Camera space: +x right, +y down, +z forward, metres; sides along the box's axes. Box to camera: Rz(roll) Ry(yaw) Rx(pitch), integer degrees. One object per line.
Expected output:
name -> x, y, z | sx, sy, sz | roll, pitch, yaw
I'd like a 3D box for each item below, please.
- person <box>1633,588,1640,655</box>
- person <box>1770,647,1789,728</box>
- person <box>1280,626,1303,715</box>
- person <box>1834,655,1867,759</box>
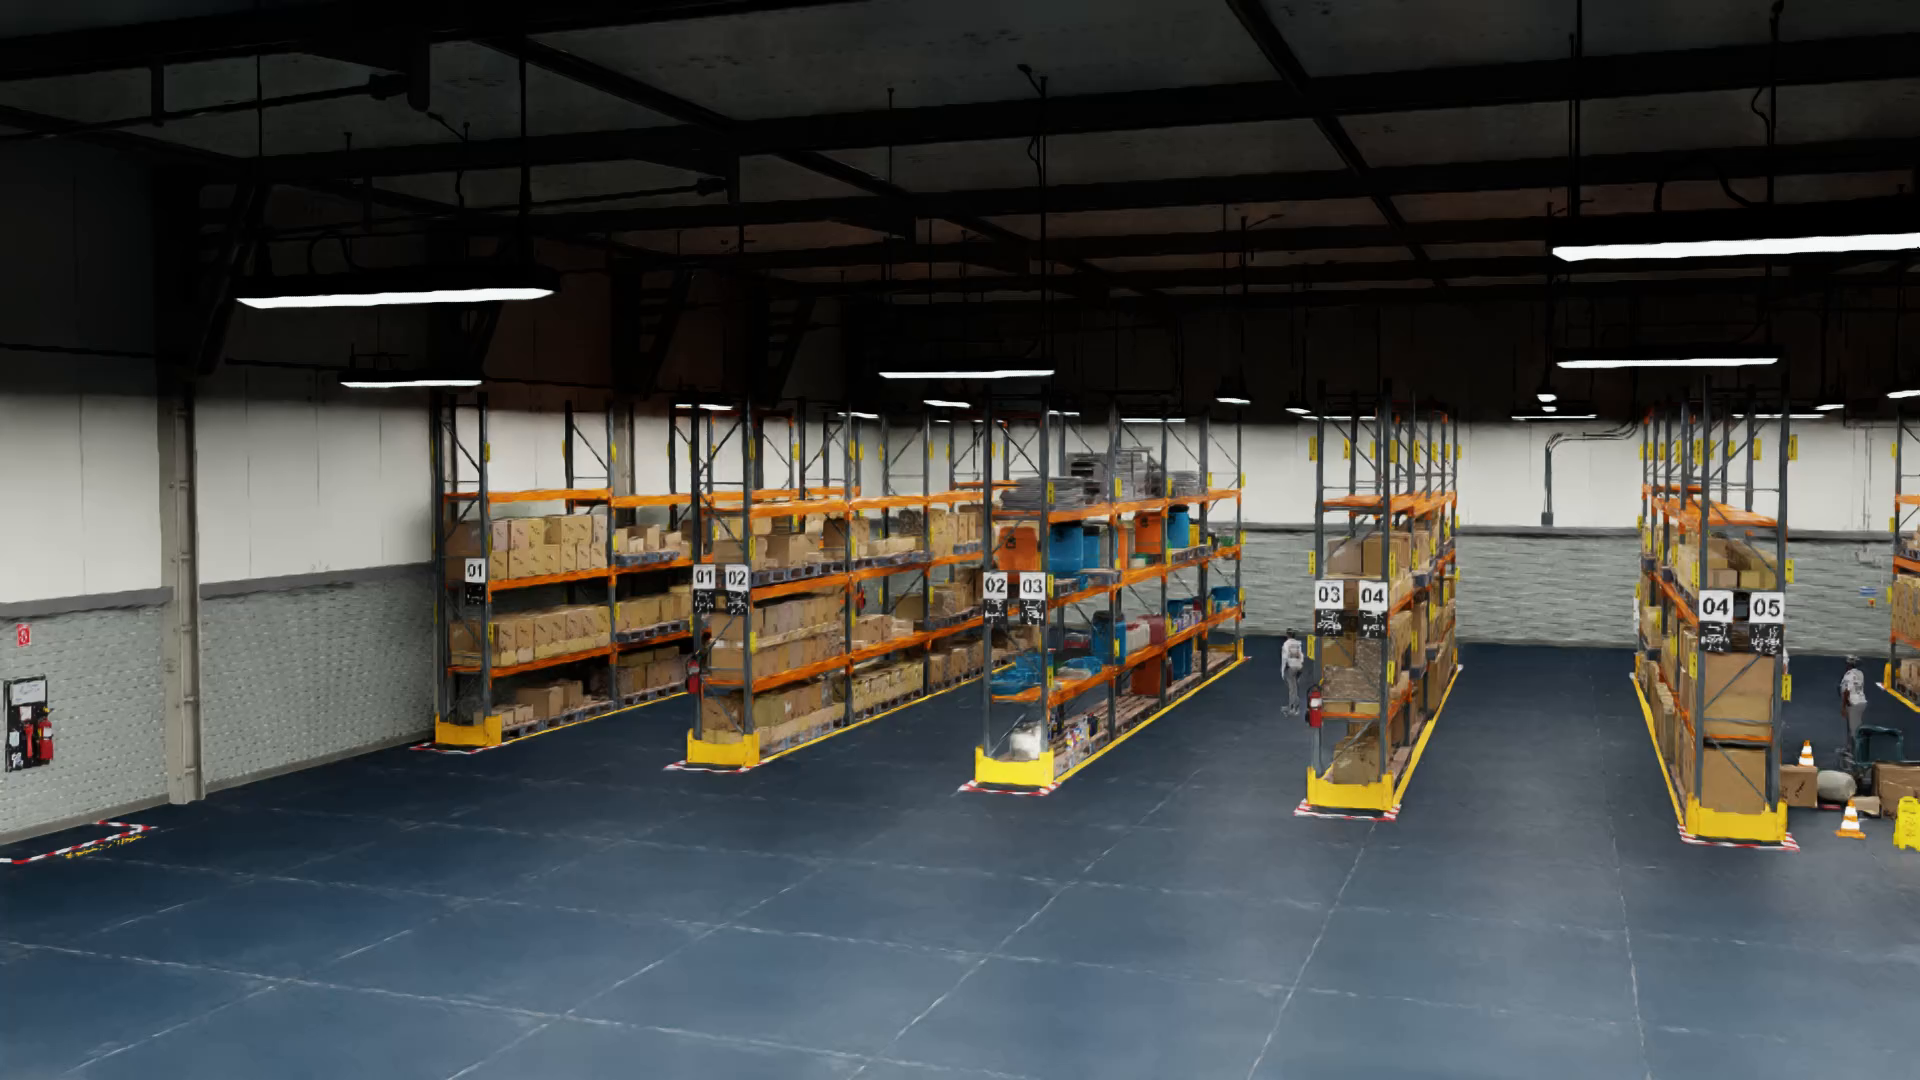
person -> 16.830, 1.948, 40.863 | 0.573, 1.772, 0.592 | -2, 4, -34
person -> 14.862, 2.500, 30.269 | 0.476, 1.759, 0.593 | -1, 3, -11
person -> 6.306, 2.468, 31.684 | 0.580, 1.664, 0.554 | -3, 4, -45
person -> 14.544, 2.710, 27.142 | 0.573, 1.665, 0.551 | -3, 4, -40
